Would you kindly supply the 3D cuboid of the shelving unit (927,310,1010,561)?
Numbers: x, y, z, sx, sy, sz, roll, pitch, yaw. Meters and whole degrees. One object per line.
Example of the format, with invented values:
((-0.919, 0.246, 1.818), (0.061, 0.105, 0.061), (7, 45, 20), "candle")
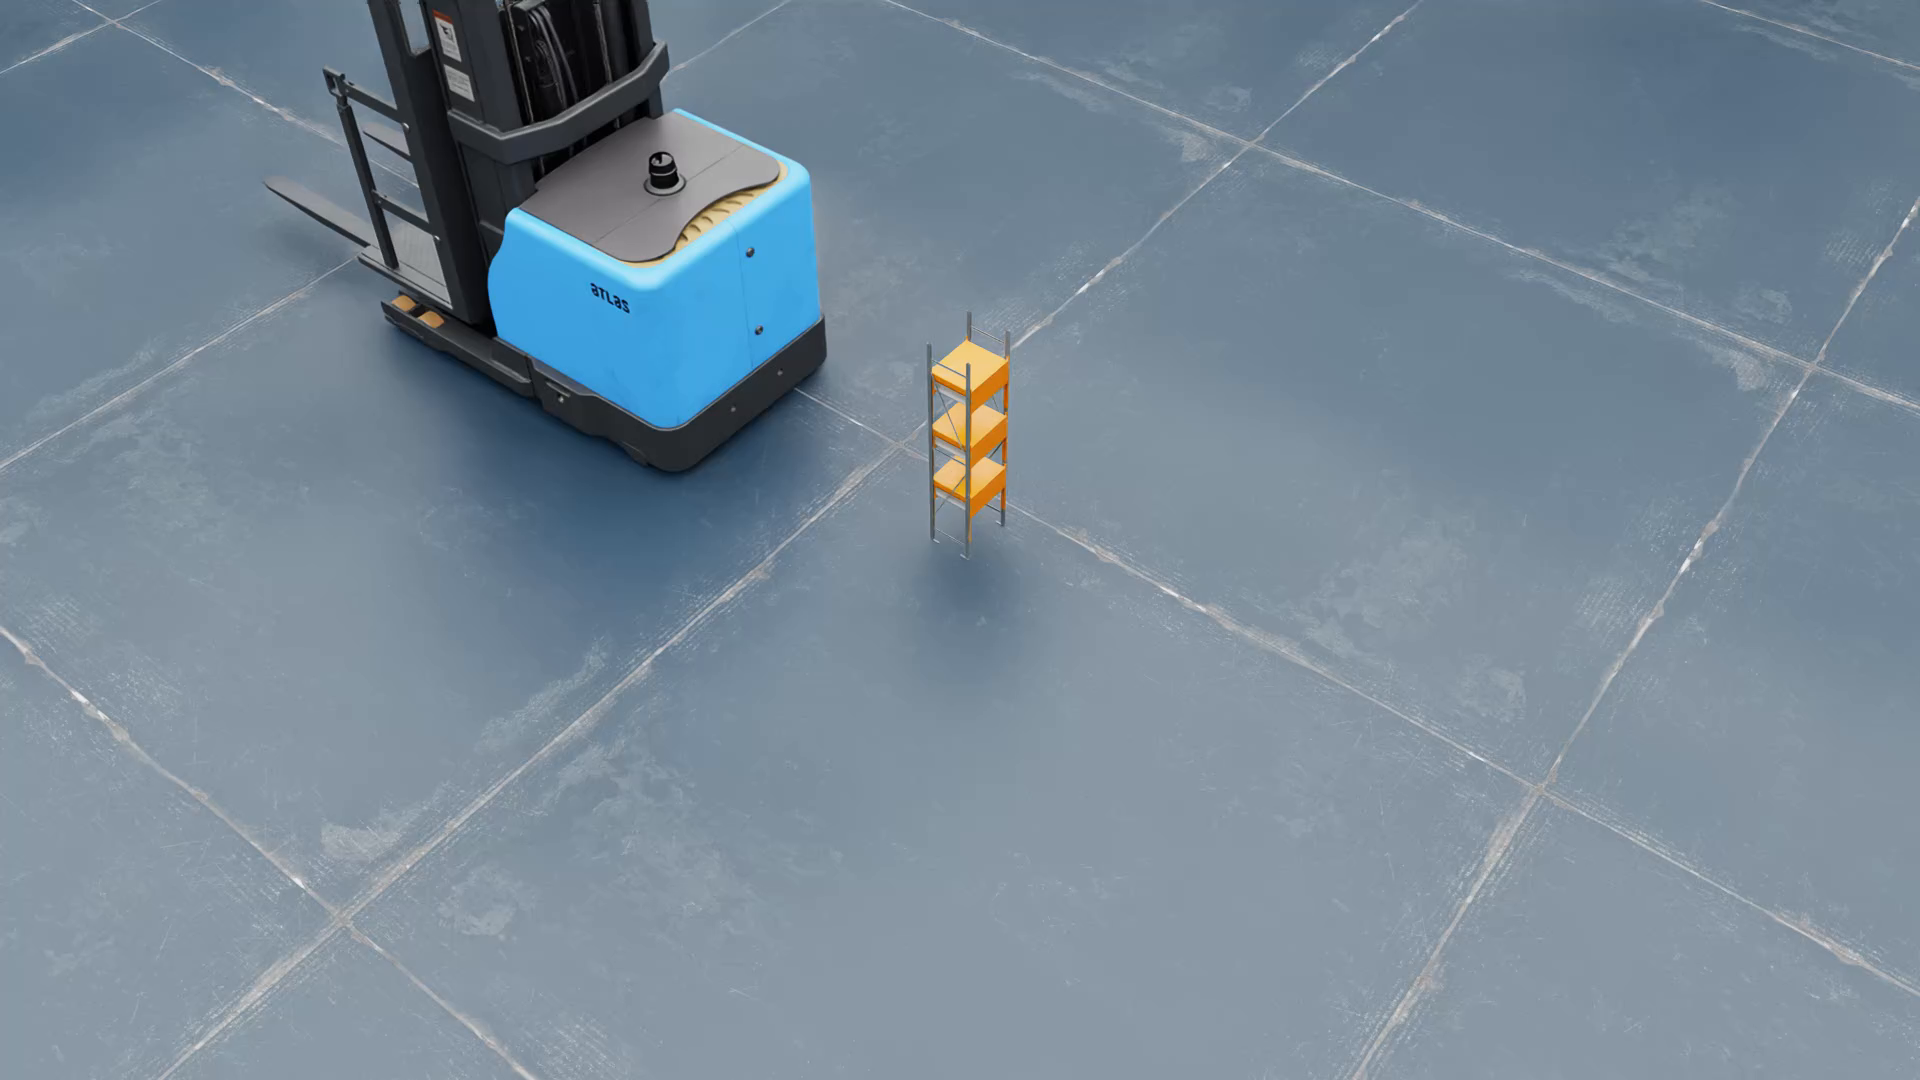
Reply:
((0.033, -0.393, 6.564), (0.215, 1.050, 0.252), (29, 53, 25), "shelving unit")

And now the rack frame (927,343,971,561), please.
((-0.042, -0.323, 6.498), (0.200, 1.050, 0.008), (29, 53, 25), "rack frame")

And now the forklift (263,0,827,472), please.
((-2.088, -2.189, 6.978), (3.031, 2.935, 1.130), (29, 53, 25), "forklift")

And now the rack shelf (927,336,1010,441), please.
((0.033, -0.582, 6.367), (0.215, 0.259, 0.240), (29, 53, 25), "rack shelf")

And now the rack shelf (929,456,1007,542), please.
((0.033, -0.194, 6.773), (0.215, 0.259, 0.240), (29, 53, 25), "rack shelf")

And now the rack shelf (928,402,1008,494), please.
((0.033, -0.386, 6.572), (0.215, 0.259, 0.240), (29, 53, 25), "rack shelf")

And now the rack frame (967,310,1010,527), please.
((0.107, -0.463, 6.631), (0.200, 1.050, 0.008), (29, 53, 25), "rack frame")
